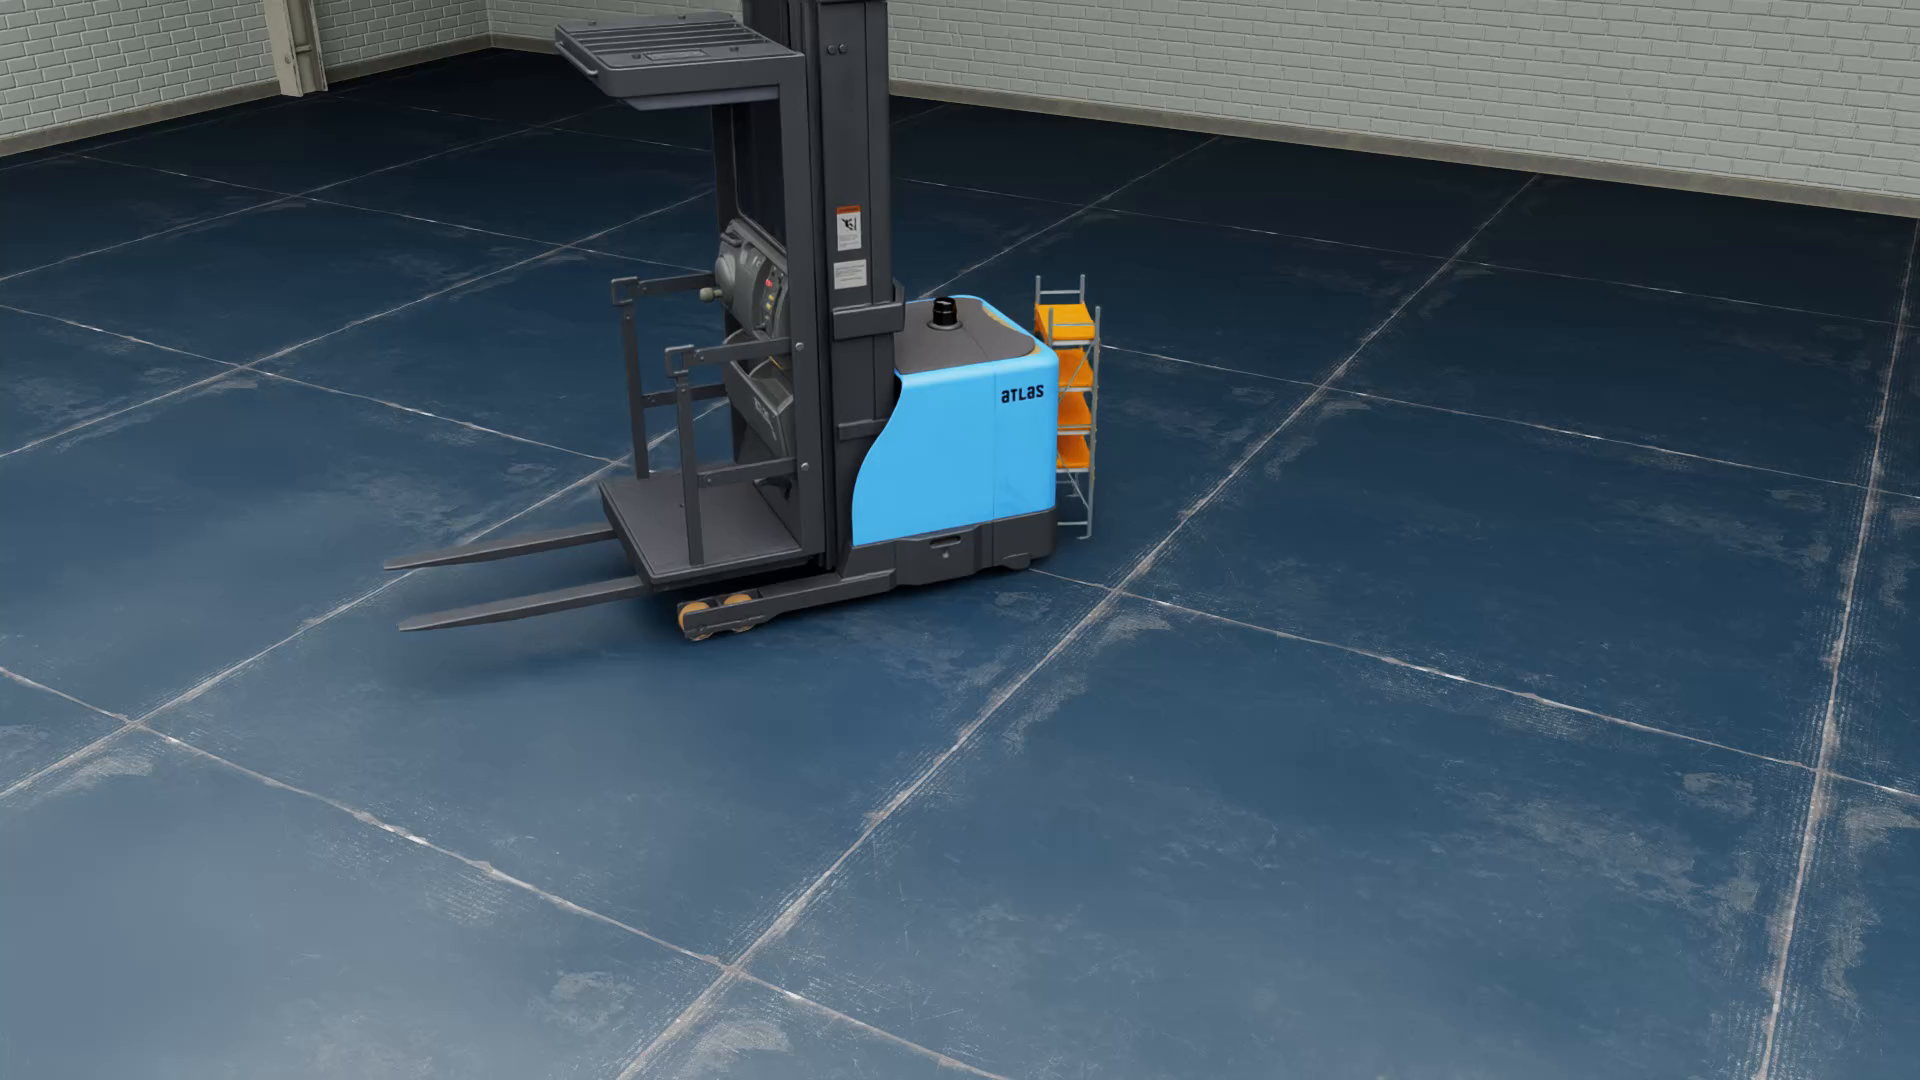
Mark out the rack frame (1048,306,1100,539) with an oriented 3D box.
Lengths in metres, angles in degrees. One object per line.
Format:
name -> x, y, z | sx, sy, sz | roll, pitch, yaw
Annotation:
rack frame -> 0.531, -0.544, 7.997 | 0.240, 1.200, 0.015 | -2, 27, -4

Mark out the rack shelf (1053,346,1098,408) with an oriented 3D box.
rack shelf -> 0.512, -0.793, 8.144 | 0.258, 0.148, 0.480 | -2, 27, -4

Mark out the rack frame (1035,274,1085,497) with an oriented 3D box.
rack frame -> 0.493, -0.762, 8.432 | 0.240, 1.200, 0.015 | -2, 27, -4

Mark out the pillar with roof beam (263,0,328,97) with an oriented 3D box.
pillar with roof beam -> -3.299, -7.890, 13.958 | 9.100, 9.000, 0.400 | 14, 30, 26

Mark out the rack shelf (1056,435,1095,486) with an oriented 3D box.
rack shelf -> 0.512, -0.415, 8.333 | 0.258, 0.148, 0.480 | -2, 27, -4

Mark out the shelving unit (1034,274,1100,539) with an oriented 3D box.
shelving unit -> 0.512, -0.653, 8.214 | 0.258, 1.200, 0.503 | -2, 27, -4

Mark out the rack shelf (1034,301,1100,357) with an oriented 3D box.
rack shelf -> 0.512, -1.004, 8.038 | 0.258, 0.148, 0.480 | -2, 27, -4

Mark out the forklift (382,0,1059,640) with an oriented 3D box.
forklift -> -1.097, -1.135, 7.244 | 3.031, 2.935, 1.130 | -11, 29, -21

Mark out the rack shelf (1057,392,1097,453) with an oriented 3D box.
rack shelf -> 0.512, -0.593, 8.244 | 0.258, 0.148, 0.480 | -2, 27, -4
